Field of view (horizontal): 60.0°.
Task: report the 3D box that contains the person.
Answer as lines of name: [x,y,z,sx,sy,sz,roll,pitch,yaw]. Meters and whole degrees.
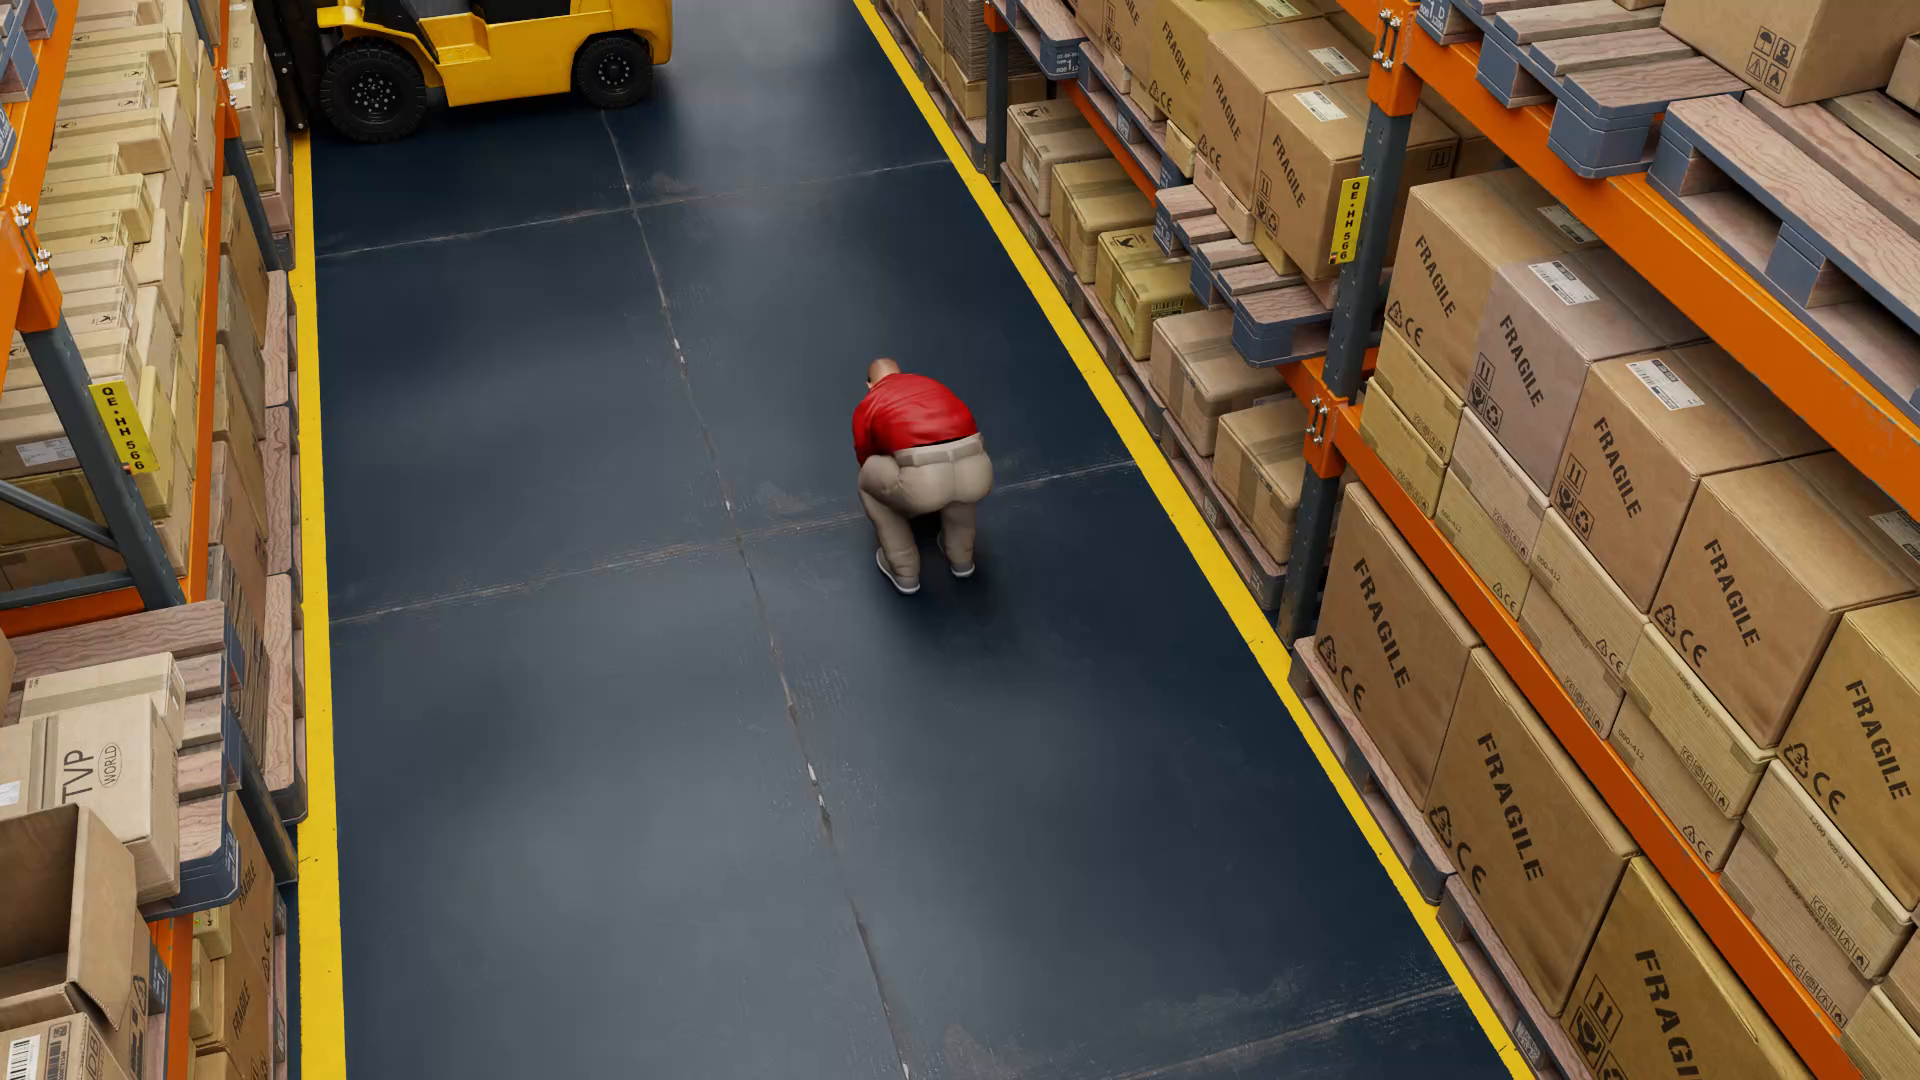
person: [-0.190,-0.301,7.158,0.536,0.878,0.956,-14,44,-15]
